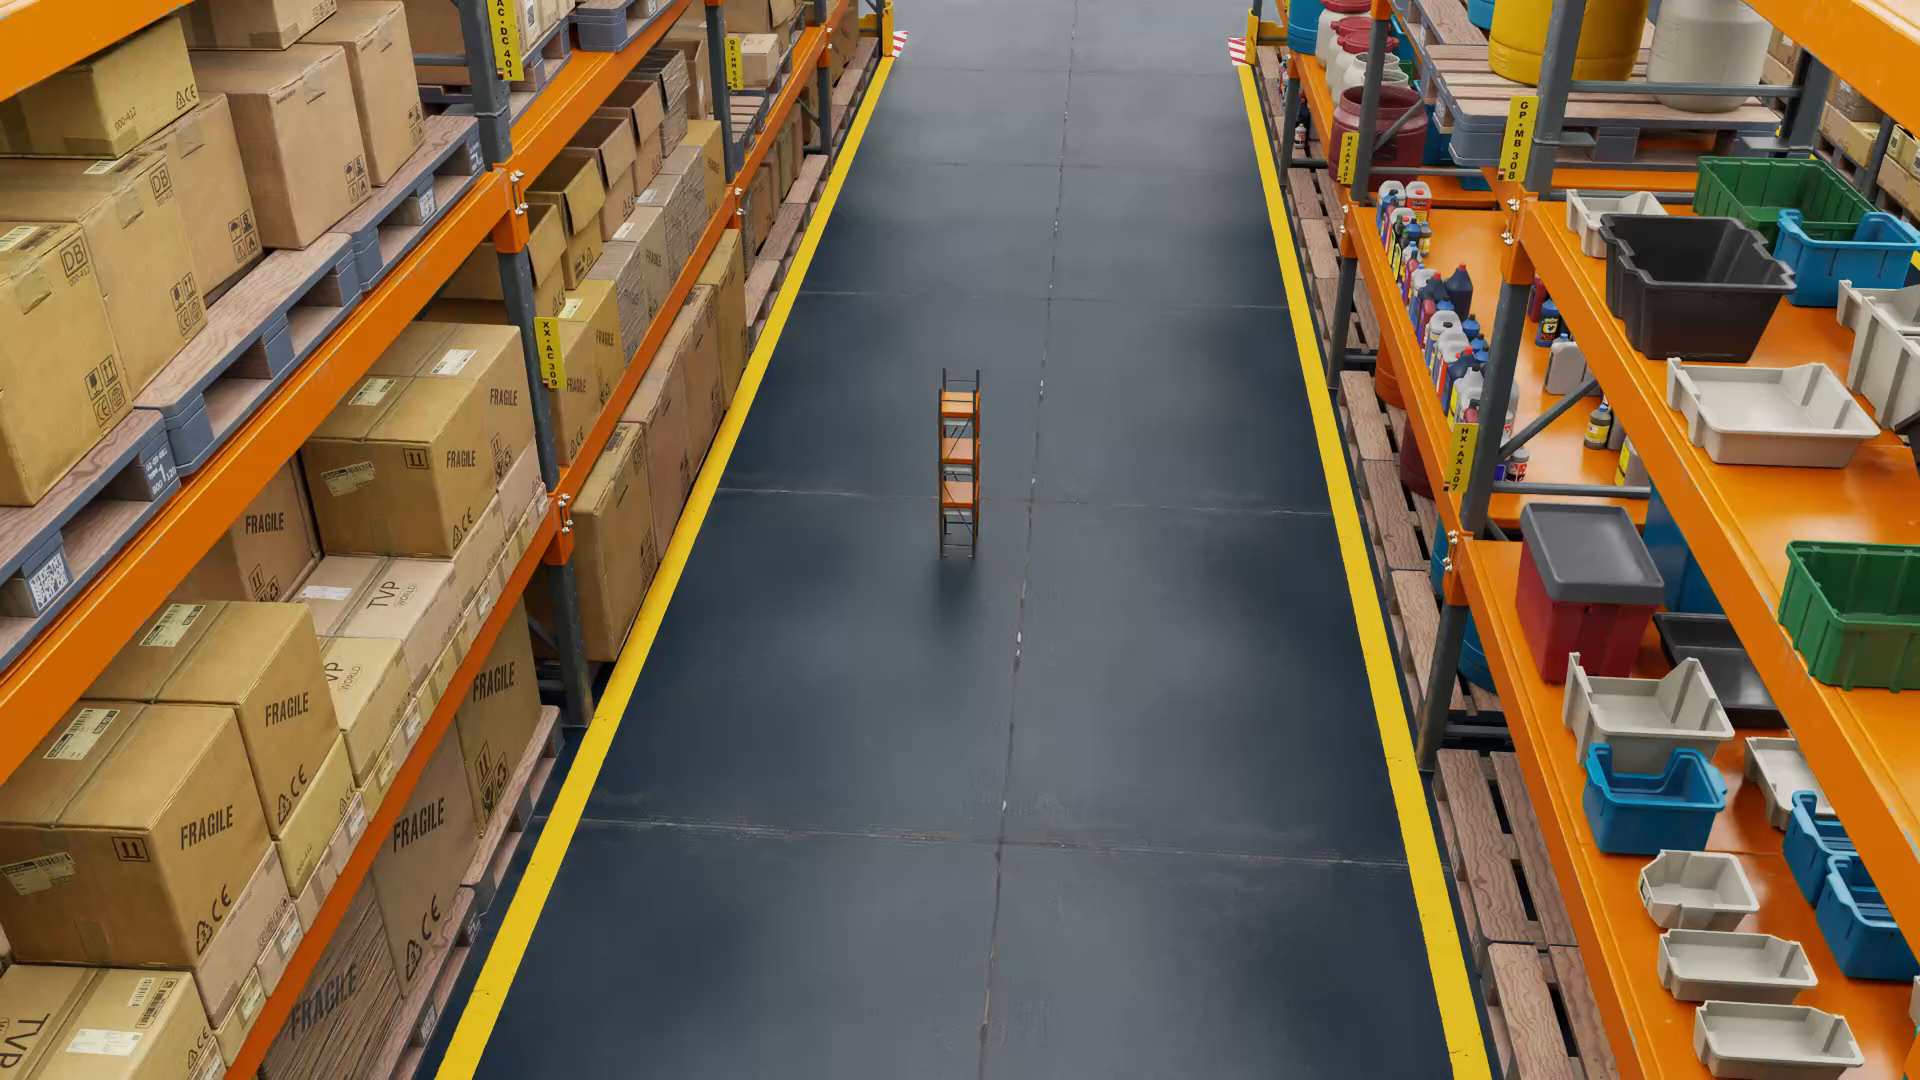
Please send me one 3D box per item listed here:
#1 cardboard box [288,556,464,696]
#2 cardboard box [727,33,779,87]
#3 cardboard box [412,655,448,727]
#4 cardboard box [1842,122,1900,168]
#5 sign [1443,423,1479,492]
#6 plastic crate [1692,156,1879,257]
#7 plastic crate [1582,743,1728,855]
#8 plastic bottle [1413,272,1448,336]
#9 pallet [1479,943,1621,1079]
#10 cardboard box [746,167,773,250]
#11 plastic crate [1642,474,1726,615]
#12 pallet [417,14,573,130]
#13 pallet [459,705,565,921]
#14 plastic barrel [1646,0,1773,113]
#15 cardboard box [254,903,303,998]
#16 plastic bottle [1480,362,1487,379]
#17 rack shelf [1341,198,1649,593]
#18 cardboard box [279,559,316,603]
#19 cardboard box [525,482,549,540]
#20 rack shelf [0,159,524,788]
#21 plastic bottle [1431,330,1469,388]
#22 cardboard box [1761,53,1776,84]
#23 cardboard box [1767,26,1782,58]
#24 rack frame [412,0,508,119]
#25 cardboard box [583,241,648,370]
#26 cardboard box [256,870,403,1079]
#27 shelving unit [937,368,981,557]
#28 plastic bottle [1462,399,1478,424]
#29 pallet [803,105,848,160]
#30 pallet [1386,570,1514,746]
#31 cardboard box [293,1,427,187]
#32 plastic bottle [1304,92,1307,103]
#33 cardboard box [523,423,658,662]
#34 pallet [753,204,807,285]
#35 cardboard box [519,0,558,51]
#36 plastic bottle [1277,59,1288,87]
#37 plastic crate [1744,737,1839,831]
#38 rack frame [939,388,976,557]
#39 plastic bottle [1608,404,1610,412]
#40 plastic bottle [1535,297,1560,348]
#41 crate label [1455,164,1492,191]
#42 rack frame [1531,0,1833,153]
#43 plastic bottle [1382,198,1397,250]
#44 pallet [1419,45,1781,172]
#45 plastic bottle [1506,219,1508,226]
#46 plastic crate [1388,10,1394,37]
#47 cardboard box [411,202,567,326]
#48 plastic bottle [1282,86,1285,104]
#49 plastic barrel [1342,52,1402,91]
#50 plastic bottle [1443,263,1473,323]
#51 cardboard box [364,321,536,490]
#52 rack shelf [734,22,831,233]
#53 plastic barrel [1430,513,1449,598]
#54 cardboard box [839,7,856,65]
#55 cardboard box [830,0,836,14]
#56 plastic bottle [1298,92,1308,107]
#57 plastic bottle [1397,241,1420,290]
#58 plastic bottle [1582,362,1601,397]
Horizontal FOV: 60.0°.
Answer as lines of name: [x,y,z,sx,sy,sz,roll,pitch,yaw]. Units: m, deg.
cardboard box: [-2.147,0.304,6.037,0.500,0.250,0.500,3,32,5]
cardboard box: [-1.601,-3.486,12.070,0.500,0.250,0.500,2,32,3]
cardboard box: [-2.095,0.540,6.035,0.380,0.149,0.250,2,32,3]
cardboard box: [8.052,-3.431,14.459,0.500,0.250,0.500,2,32,4]
sign: [2.096,-0.343,6.965,0.100,0.325,0.005,2,32,4]
plastic crate: [2.911,-1.153,5.886,0.450,0.188,0.662,2,32,4]
plastic crate: [2.230,0.851,5.392,0.416,0.233,0.300,2,32,4]
plastic bottle: [2.483,-1.251,8.748,0.144,0.351,0.185,2,32,4]
pallet: [2.527,2.012,6.064,1.003,0.211,1.213,2,32,4]
cardboard box: [-1.860,-2.566,12.798,0.700,0.500,0.500,5,32,8]
plastic crate: [2.946,0.039,6.566,0.392,0.384,0.575,2,32,4]
pallet: [-2.267,-2.090,7.385,0.805,0.209,1.217,1,32,2]
pallet: [-2.432,1.169,7.433,1.003,0.211,1.213,2,32,4]
plastic barrel: [2.937,-1.979,6.494,0.433,0.535,0.433,0,32,0]
cardboard box: [-2.200,1.210,4.947,0.380,0.149,0.250,2,32,3]
plastic bottle: [2.552,-0.765,7.960,0.144,0.351,0.185,2,32,4]
rack shelf: [2.807,-0.941,8.883,1.077,0.370,4.000,2,32,4]
cardboard box: [-2.673,0.290,6.060,0.500,0.250,0.500,3,32,5]
cardboard box: [-1.990,-0.132,7.125,0.380,0.149,0.250,3,32,4]
rack shelf: [-2.455,-0.338,5.045,1.077,0.370,4.000,2,32,4]
plastic bottle: [2.436,-0.893,8.239,0.152,0.276,0.135,2,32,4]
cardboard box: [8.256,-4.738,16.580,0.500,0.250,0.500,2,32,4]
cardboard box: [8.254,-5.057,16.383,0.500,0.500,0.500,2,32,4]
rack frame: [-2.292,-2.967,5.767,1.000,3.000,0.127,2,32,4]
cardboard box: [-1.924,-1.210,8.539,0.500,0.500,0.500,2,32,3]
cardboard box: [-2.571,1.591,5.715,0.875,0.875,0.875,2,32,4]
shelving unit: [-0.004,-0.419,9.209,0.215,1.050,0.252,2,32,4]
plastic bottle: [2.328,-0.494,7.584,0.061,0.283,0.133,2,32,4]
pallet: [-1.621,-3.761,15.433,1.003,0.211,1.213,2,32,4]
pallet: [2.749,0.584,8.381,1.003,0.211,1.213,2,32,4]
cardboard box: [-2.296,-1.542,5.723,0.700,0.500,0.500,1,32,1]
plastic bottle: [3.207,-4.043,15.401,0.061,0.283,0.133,2,32,4]
cardboard box: [-2.260,-0.022,8.332,1.225,0.875,0.875,3,32,4]
pallet: [-1.799,-2.362,13.162,1.003,0.211,1.213,2,32,4]
cardboard box: [-2.113,-2.400,7.392,0.500,0.311,0.500,1,32,2]
plastic bottle: [3.163,-4.567,16.263,0.097,0.271,0.097,0,32,0]
plastic crate: [2.802,0.809,5.552,0.293,0.136,0.466,2,32,4]
rack frame: [-0.014,-0.355,9.106,0.200,1.050,0.008,2,32,4]
plastic bottle: [3.136,-0.644,7.905,0.097,0.201,0.097,0,32,0]
plastic bottle: [3.065,-1.145,8.652,0.097,0.271,0.097,0,32,0]
crate label: [3.378,-2.426,10.767,0.303,0.233,0.416,2,32,4]
rack frame: [2.644,-2.755,5.423,1.000,3.000,0.127,2,32,4]
plastic bottle: [2.541,-1.861,9.802,0.061,0.283,0.133,2,32,4]
pallet: [2.611,-1.812,6.932,1.213,0.211,1.003,2,32,4]
plastic bottle: [3.362,-2.013,10.049,0.061,0.283,0.133,2,32,4]
plastic crate: [3.561,-4.145,13.337,0.402,0.464,0.583,2,32,4]
cardboard box: [-2.248,-1.217,7.594,0.797,0.503,0.637,2,32,3]
plastic bottle: [3.119,-4.254,15.822,0.097,0.201,0.097,0,32,0]
plastic barrel: [2.875,-3.108,11.607,0.421,0.512,0.421,0,32,0]
plastic bottle: [2.645,-1.315,8.851,0.144,0.351,0.185,2,32,4]
cardboard box: [-2.063,-0.543,6.697,0.500,0.500,0.500,3,32,5]
rack shelf: [-1.804,-3.244,12.620,1.077,0.370,4.000,2,32,4]
plastic barrel: [2.763,-0.141,8.499,0.600,0.901,0.708,2,32,4]
cardboard box: [-1.397,-5.162,17.030,0.500,0.500,0.500,11,33,17]
cardboard box: [-1.290,-4.719,14.567,0.380,0.149,0.250,2,32,4]
plastic bottle: [3.077,-3.893,15.094,0.144,0.351,0.185,1,32,2]
plastic bottle: [2.509,-1.534,9.282,0.097,0.271,0.097,0,32,0]
plastic bottle: [3.137,-0.858,8.182,0.152,0.276,0.135,2,32,4]
